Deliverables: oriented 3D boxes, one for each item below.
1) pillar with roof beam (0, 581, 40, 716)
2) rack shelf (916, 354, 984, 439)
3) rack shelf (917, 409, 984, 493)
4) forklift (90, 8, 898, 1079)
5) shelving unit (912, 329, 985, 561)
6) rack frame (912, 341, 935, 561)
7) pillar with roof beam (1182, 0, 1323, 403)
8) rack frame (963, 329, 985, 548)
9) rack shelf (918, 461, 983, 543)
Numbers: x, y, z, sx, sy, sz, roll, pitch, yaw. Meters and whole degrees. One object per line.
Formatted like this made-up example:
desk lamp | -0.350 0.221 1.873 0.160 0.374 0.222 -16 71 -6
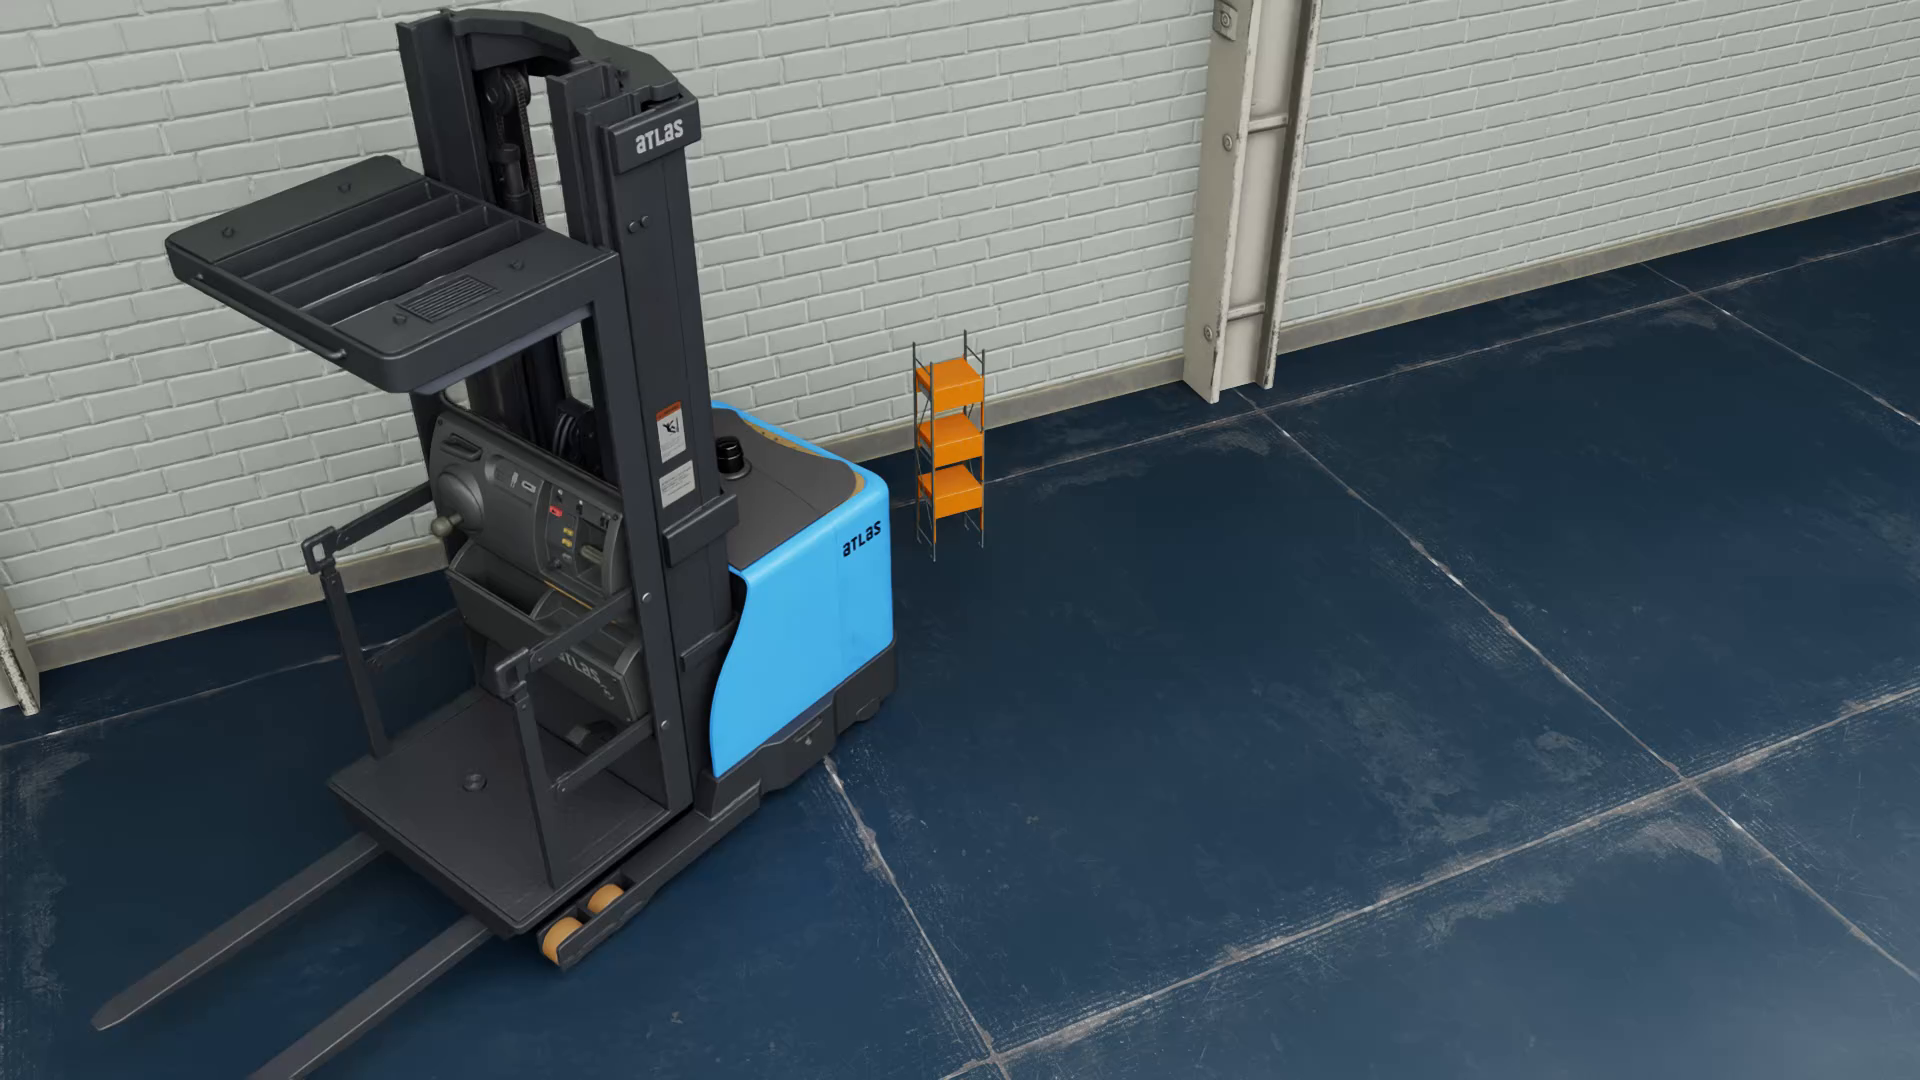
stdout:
pillar with roof beam | -2.179 -0.621 1.033 0.400 9.000 9.100 -16 39 -20
rack shelf | -0.048 -0.628 7.256 0.240 0.259 0.215 -16 39 -20
rack shelf | -0.048 -0.400 7.425 0.240 0.259 0.215 -16 39 -20
forklift | -1.569 -0.040 5.343 1.130 2.935 3.031 26 44 30
shelving unit | -0.048 -0.408 7.419 0.252 1.050 0.215 -16 39 -20
rack frame | -0.159 -0.377 7.377 0.008 1.050 0.200 -16 39 -20
pillar with roof beam | 3.253 -2.140 3.081 0.400 9.000 9.100 -16 39 -20
rack frame | 0.062 -0.439 7.461 0.008 1.050 0.200 -16 39 -20
rack shelf | -0.048 -0.176 7.591 0.240 0.259 0.215 -16 39 -20
